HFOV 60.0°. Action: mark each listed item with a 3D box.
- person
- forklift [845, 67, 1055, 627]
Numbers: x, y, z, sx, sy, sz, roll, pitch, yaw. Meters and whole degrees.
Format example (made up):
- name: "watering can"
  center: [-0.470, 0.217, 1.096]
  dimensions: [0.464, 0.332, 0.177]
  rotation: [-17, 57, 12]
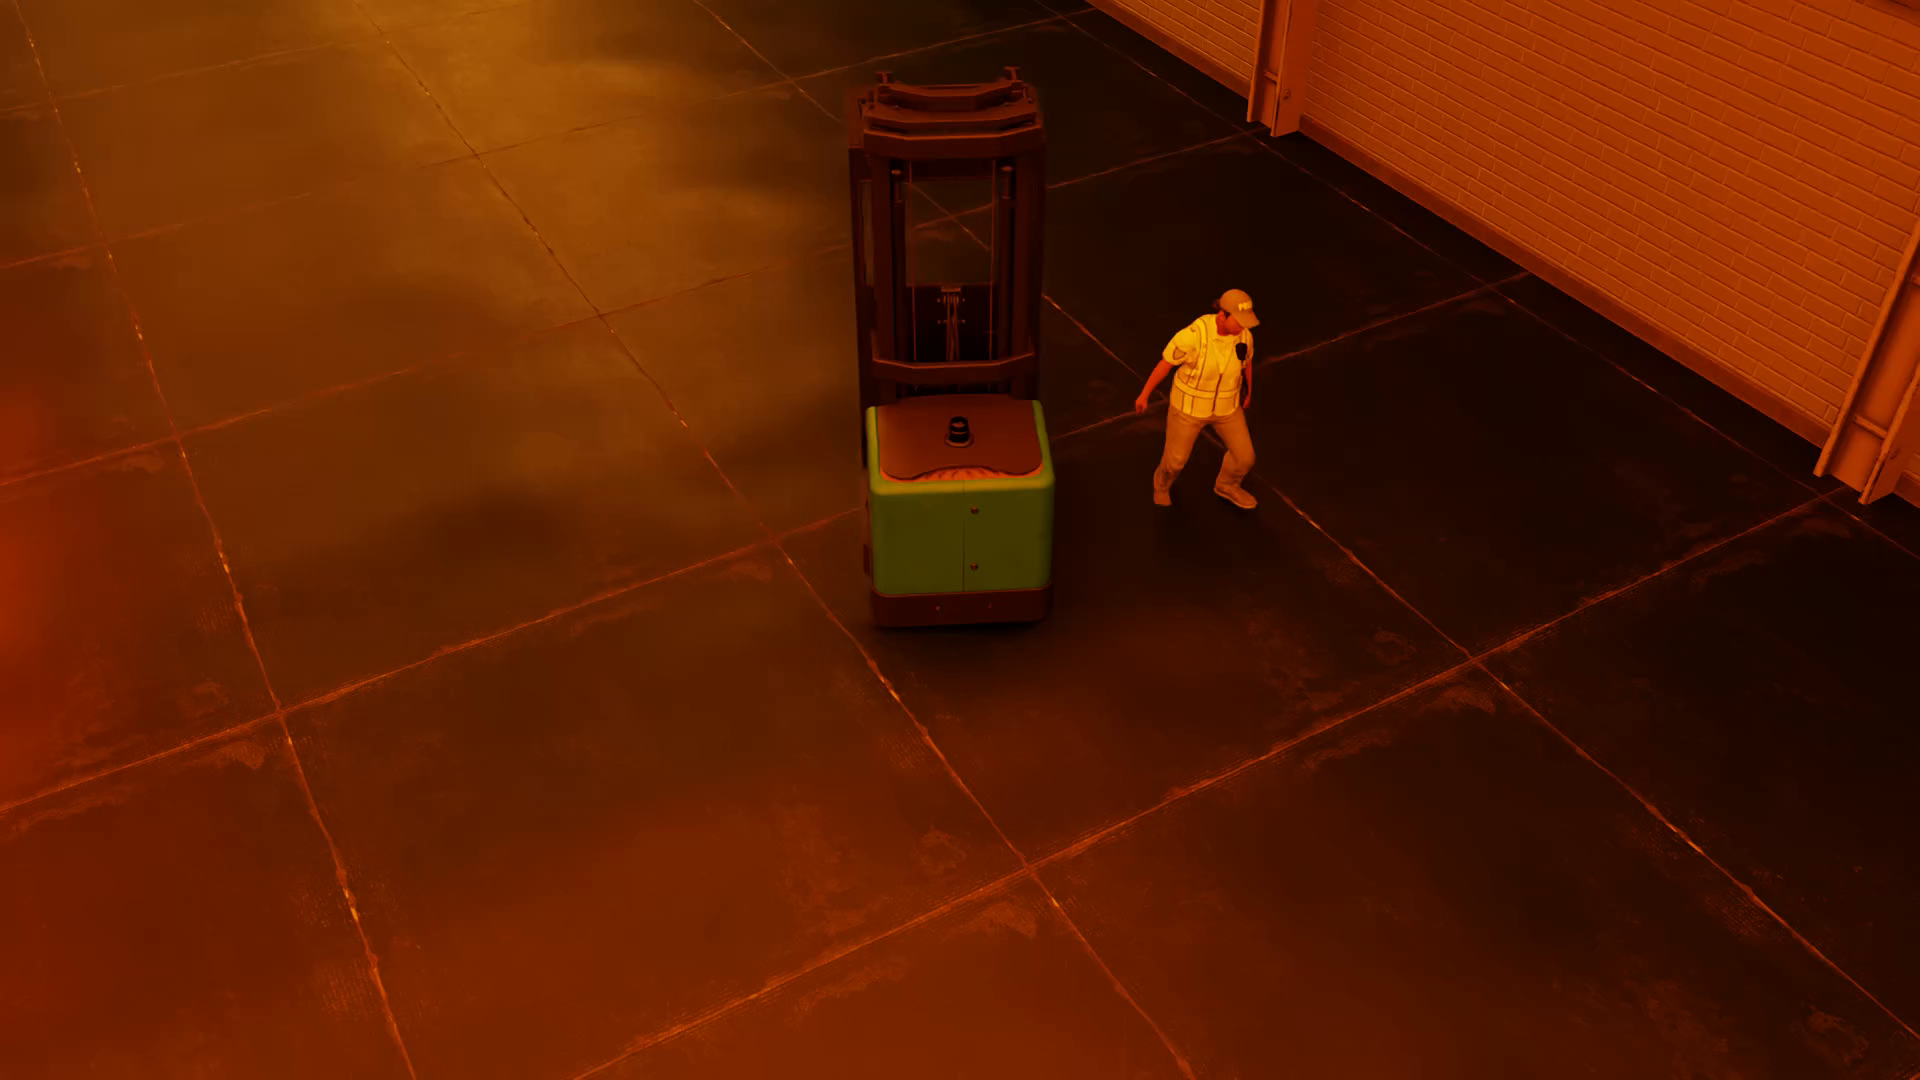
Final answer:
- name: "person"
  center: [1.474, -0.829, 10.121]
  dimensions: [0.817, 1.652, 0.498]
  rotation: [-6, 40, -8]
- name: "forklift"
  center: [-0.087, -1.550, 9.905]
  dimensions: [1.130, 2.935, 3.031]
  rotation: [-3, 40, -3]
